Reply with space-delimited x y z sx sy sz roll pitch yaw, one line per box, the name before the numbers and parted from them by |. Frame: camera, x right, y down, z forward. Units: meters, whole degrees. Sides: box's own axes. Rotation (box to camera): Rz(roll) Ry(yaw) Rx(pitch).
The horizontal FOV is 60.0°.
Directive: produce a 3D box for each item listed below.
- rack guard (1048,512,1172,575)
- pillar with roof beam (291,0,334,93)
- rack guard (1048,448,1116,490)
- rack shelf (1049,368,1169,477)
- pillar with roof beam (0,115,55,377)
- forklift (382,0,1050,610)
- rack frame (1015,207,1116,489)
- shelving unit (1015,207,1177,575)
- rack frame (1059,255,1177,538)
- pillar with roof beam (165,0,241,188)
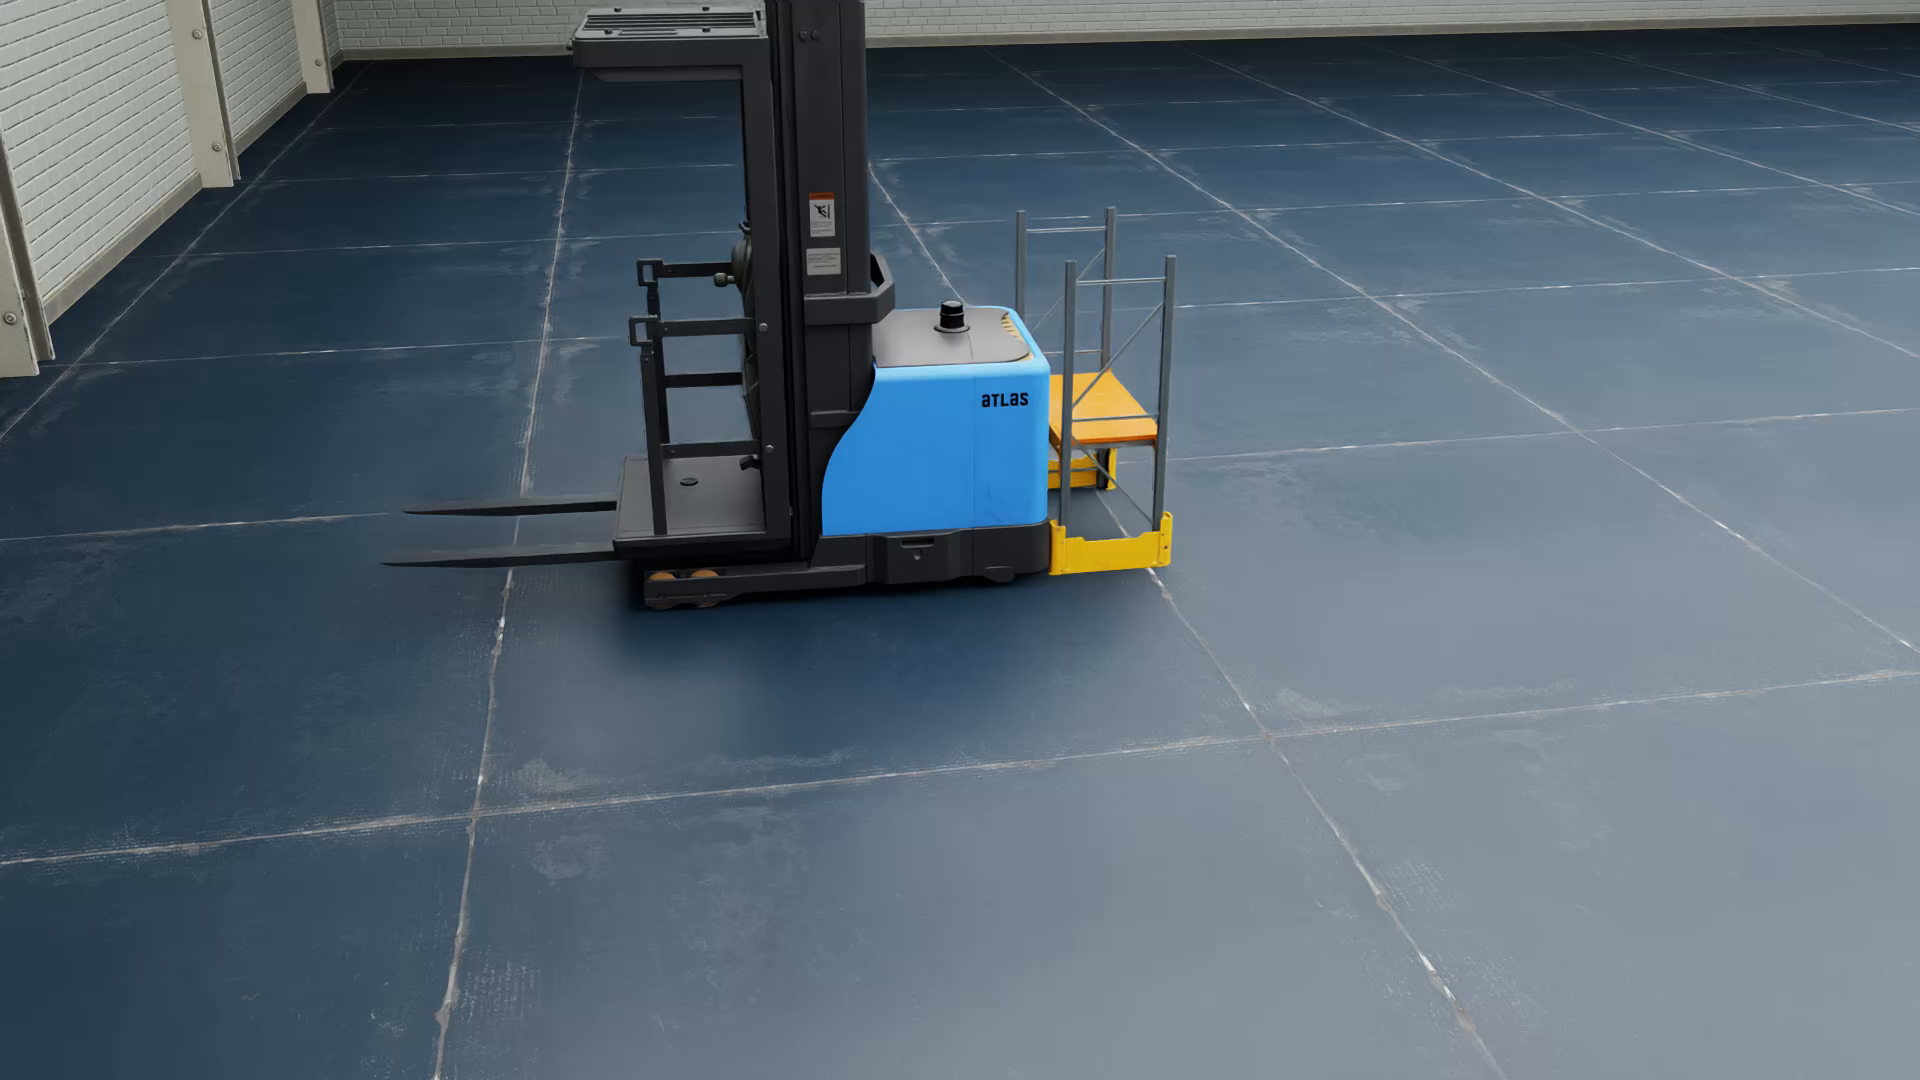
rack guard | 0.713 0.015 7.904 0.587 0.250 0.087 -4 24 -10
pillar with roof beam | -4.098 -10.285 20.555 9.100 9.000 0.400 -4 24 -10
rack guard | 0.533 -0.377 8.801 0.587 0.250 0.087 -4 24 -10
rack shelf | 0.622 -0.593 8.183 0.538 0.185 1.000 -4 24 -10
pillar with roof beam | -1.879 -5.565 9.748 9.100 9.000 0.400 -4 24 -10
forklift | -1.143 -1.253 7.456 3.031 2.935 1.130 -3 24 -7
rack frame | 0.529 -0.958 8.569 0.500 1.500 0.032 -4 24 -10
shelving unit | 0.623 -0.754 8.102 0.587 1.500 1.083 -4 24 -10
rack frame | 0.714 -0.557 7.652 0.500 1.500 0.032 -4 24 -10
pillar with roof beam | -2.989 -7.925 15.151 9.100 9.000 0.400 -4 24 -10
